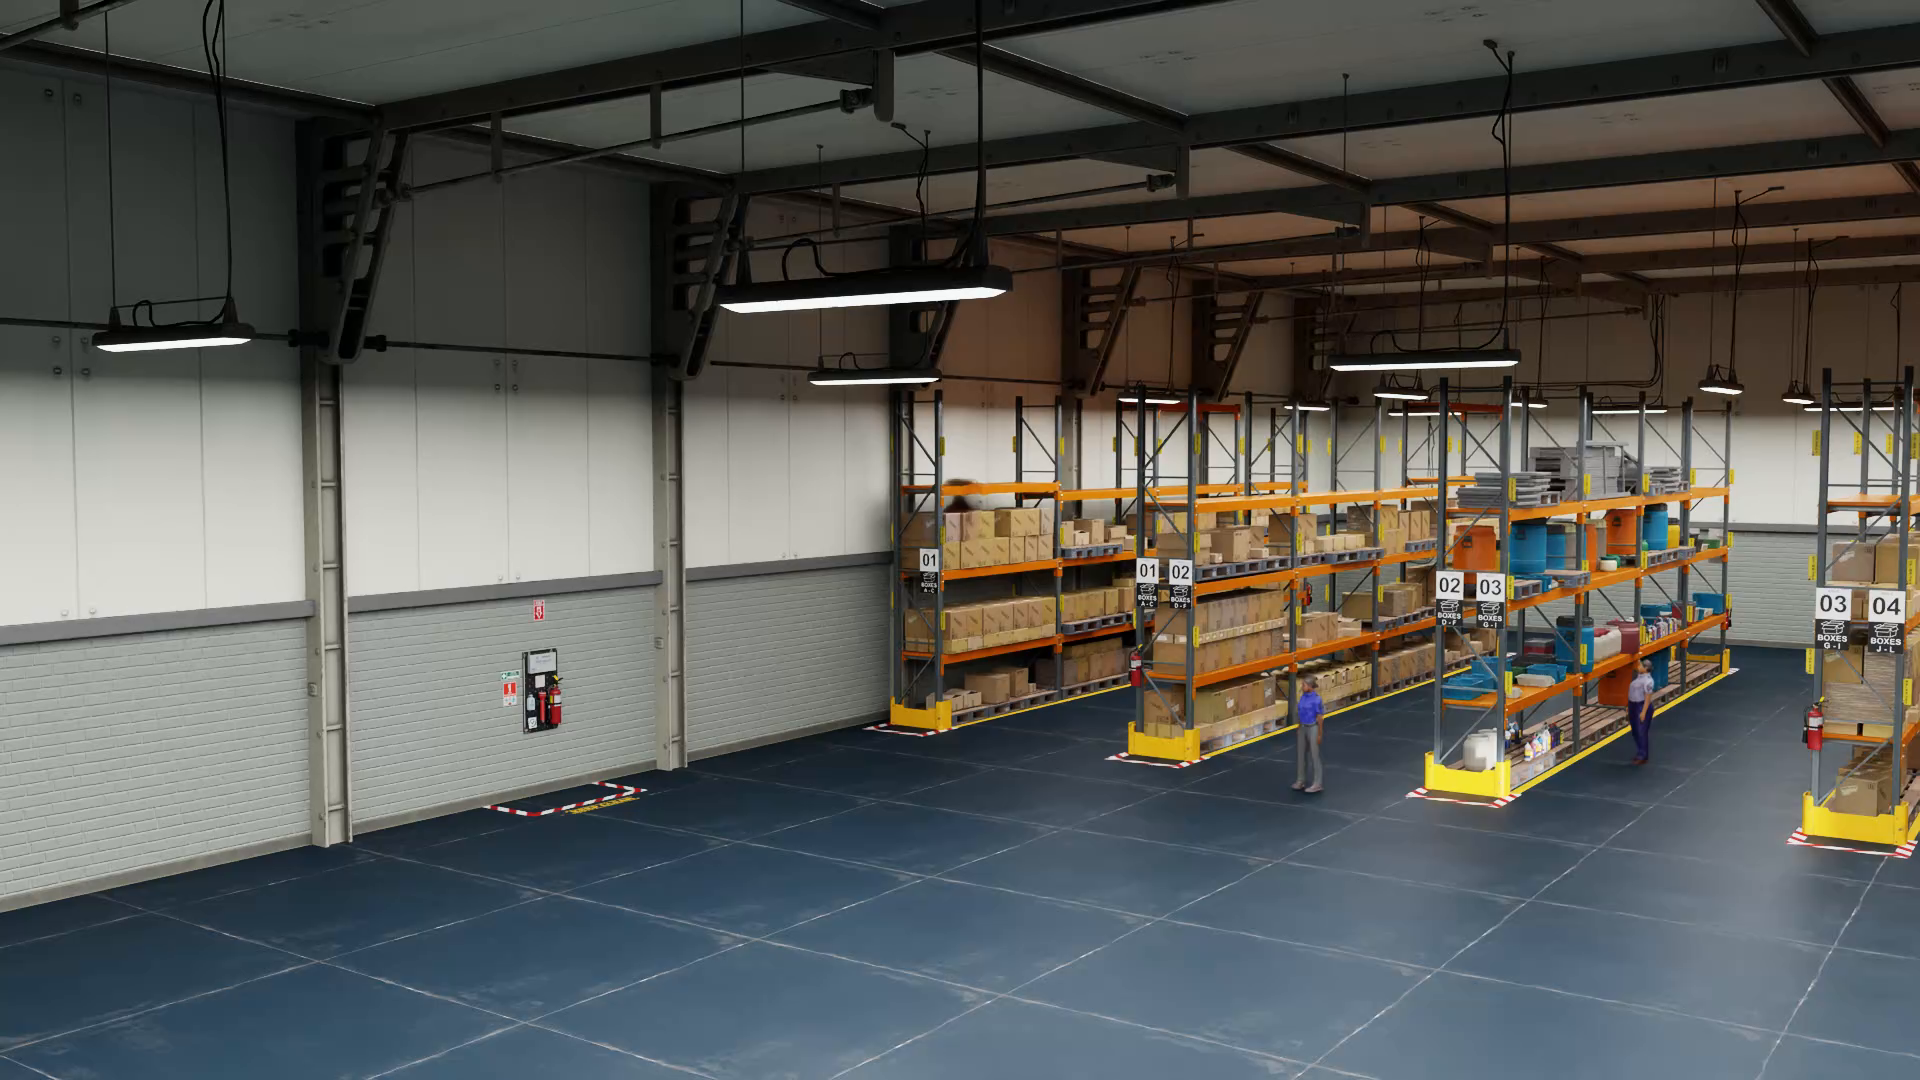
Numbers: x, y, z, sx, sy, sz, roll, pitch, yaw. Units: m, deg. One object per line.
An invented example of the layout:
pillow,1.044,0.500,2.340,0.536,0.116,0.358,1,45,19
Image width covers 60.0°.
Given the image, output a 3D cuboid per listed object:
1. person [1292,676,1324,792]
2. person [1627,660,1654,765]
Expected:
person,5.041,2.805,24.177,0.365,1.664,0.490,-2,4,-28
person,10.737,2.729,26.287,0.478,1.656,0.495,-1,3,-15
